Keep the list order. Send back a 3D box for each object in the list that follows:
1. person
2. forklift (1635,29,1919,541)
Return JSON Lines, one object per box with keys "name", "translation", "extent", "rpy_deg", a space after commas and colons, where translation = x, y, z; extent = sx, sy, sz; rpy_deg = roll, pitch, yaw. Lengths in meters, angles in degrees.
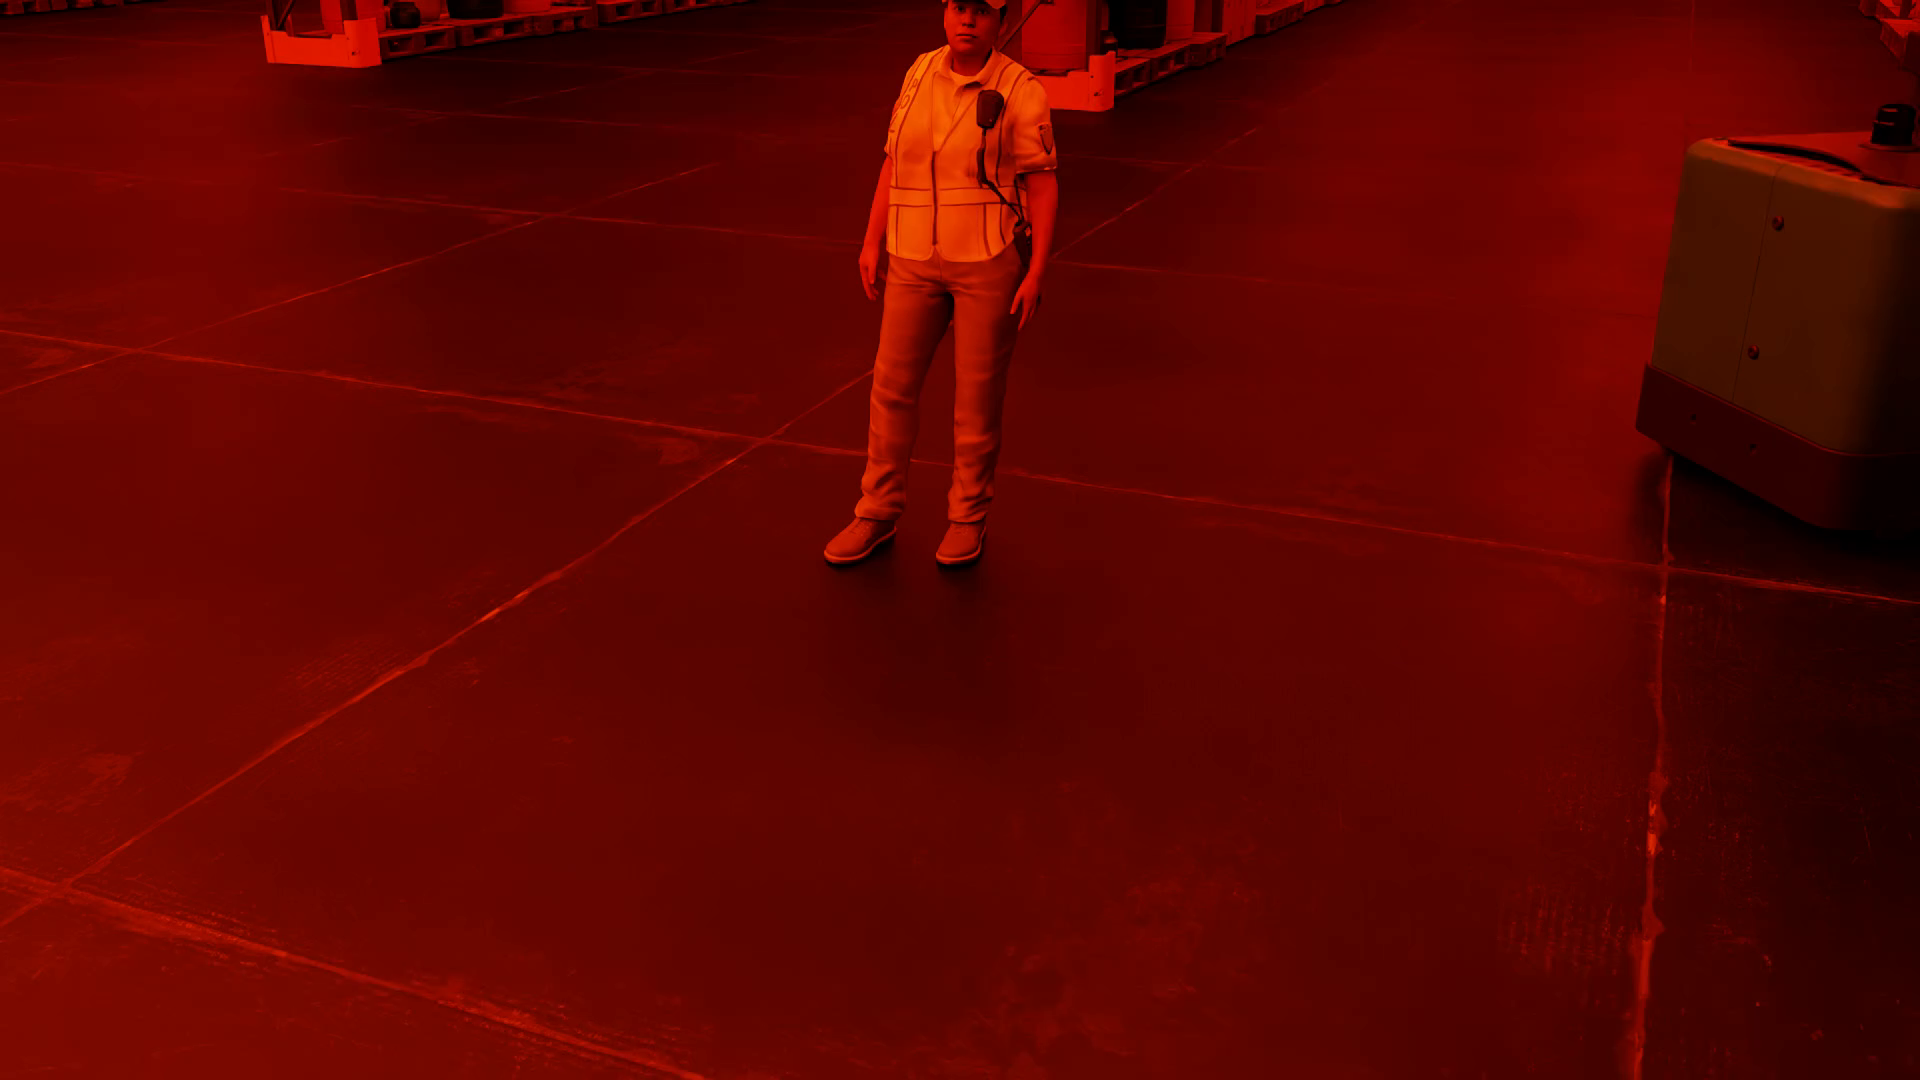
{"name": "person", "translation": [-0.051, -0.751, 4.712], "extent": [0.598, 1.670, 0.529], "rpy_deg": [9, 24, 21]}
{"name": "forklift", "translation": [3.942, -1.629, 5.189], "extent": [3.031, 2.935, 1.130], "rpy_deg": [-5, 23, -12]}
